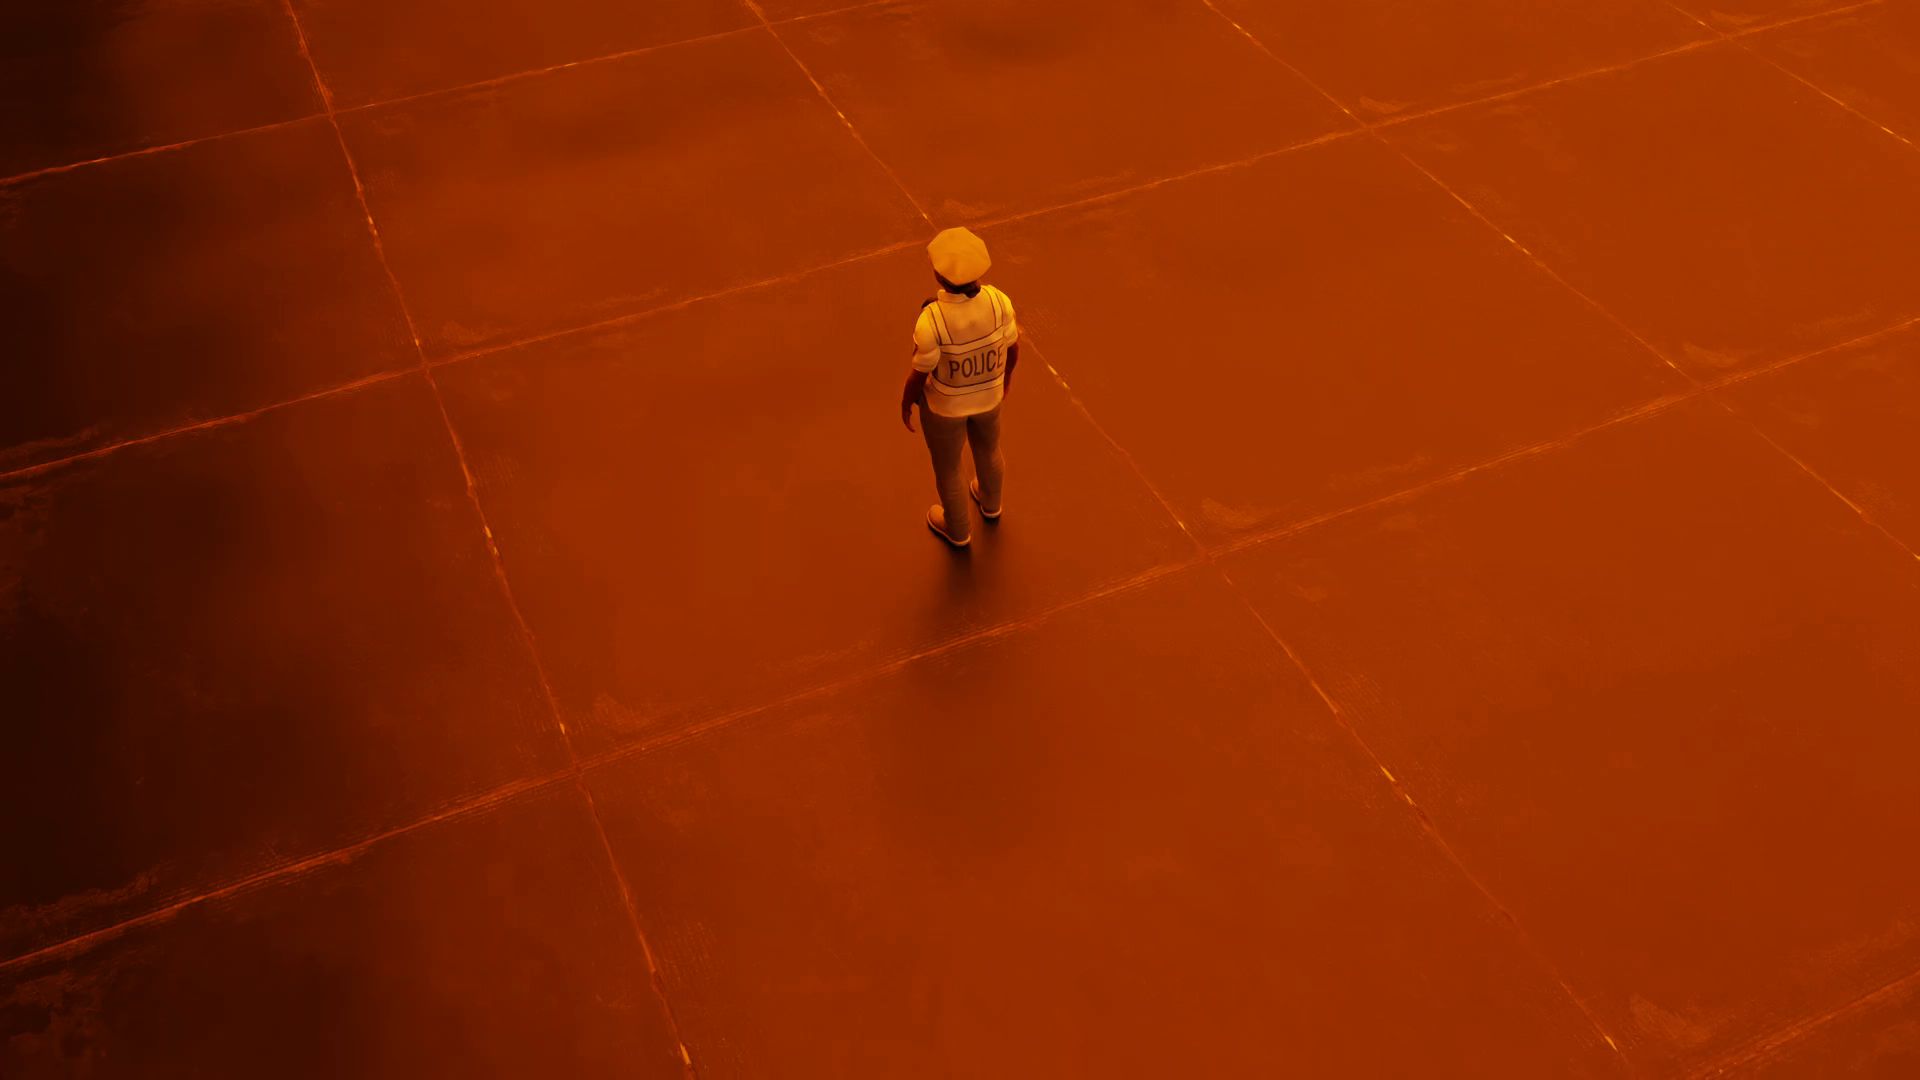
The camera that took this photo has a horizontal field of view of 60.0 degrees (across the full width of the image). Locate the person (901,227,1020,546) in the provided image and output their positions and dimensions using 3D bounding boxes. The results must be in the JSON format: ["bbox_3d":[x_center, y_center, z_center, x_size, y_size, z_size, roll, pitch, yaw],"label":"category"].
[{"bbox_3d":[-0.013,-0.677,7.301,0.569,1.695,0.530,-18,46,-18],"label":"person"}]
